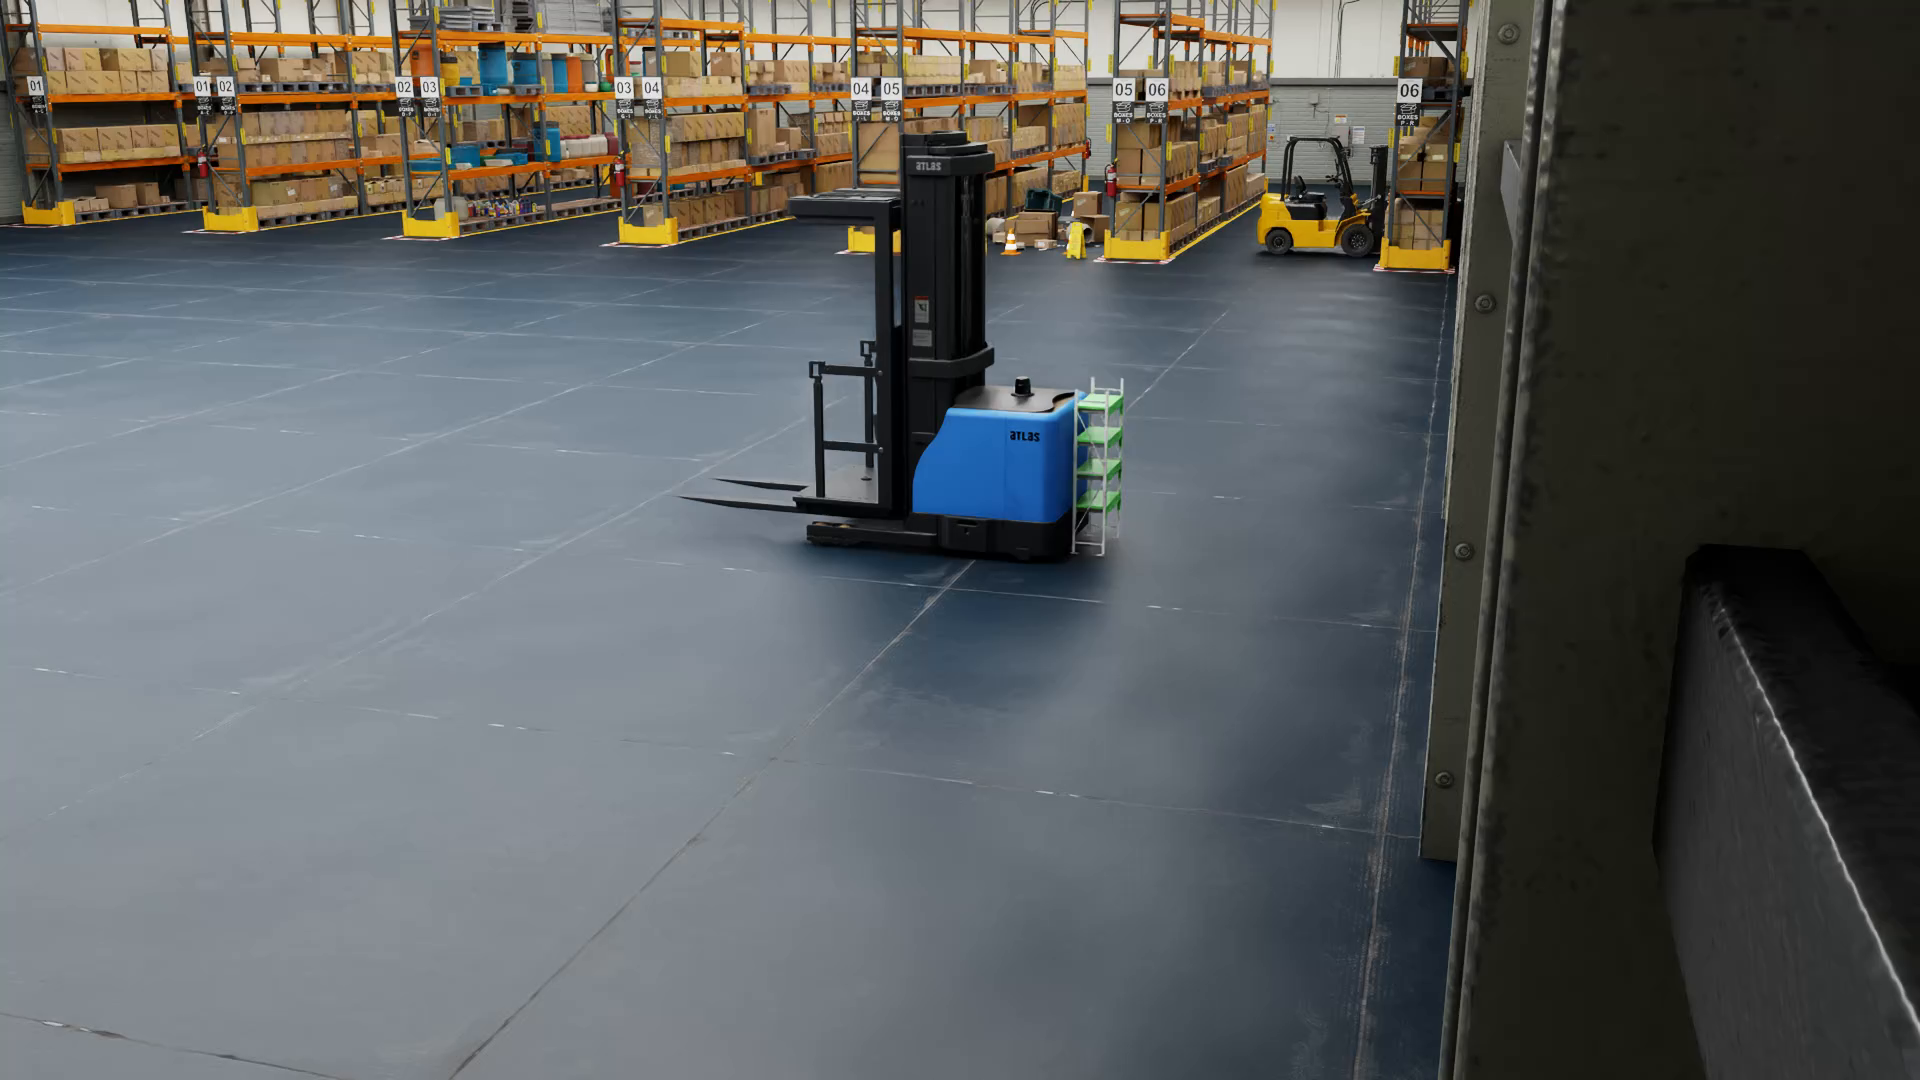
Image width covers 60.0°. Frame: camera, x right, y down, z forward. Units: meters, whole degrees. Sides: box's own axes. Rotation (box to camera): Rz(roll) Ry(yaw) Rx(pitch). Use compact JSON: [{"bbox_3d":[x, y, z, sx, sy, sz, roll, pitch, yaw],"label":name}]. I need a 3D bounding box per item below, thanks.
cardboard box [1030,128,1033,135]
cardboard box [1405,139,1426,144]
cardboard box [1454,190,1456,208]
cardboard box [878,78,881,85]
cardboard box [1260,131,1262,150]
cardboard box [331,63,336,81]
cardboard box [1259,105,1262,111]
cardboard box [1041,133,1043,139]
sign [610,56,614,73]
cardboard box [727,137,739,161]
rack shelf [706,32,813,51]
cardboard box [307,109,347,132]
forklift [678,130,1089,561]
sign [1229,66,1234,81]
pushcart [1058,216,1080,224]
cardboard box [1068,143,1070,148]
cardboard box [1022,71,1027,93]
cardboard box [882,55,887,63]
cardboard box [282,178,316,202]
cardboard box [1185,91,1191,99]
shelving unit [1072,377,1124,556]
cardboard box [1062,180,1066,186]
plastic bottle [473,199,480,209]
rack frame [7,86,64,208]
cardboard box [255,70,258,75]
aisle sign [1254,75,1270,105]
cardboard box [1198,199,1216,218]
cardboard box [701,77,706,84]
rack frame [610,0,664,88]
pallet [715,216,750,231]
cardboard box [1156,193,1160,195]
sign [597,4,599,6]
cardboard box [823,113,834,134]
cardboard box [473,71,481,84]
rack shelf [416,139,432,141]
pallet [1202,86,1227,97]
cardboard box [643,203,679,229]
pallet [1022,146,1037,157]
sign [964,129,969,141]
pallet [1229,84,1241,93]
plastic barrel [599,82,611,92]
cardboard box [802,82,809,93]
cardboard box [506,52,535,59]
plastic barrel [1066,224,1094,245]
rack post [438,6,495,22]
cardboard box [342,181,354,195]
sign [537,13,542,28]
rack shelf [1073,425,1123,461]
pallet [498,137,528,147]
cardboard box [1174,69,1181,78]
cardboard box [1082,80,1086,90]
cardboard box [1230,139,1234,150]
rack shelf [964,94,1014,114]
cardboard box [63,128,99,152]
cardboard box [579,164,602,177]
[{"bbox_3d":[1.573,-10.031,40.799,0.380,0.149,0.250,4,16,13],"label":"cardboard box"},{"bbox_3d":[8.414,-7.324,30.736,0.380,0.149,0.250,5,16,16],"label":"cardboard box"},{"bbox_3d":[10.966,-7.690,37.756,0.500,0.500,0.500,6,17,19],"label":"cardboard box"},{"bbox_3d":[-1.697,-8.737,31.646,0.380,0.149,0.250,5,17,16],"label":"cardboard box"},{"bbox_3d":[7.605,-10.450,43.492,0.500,0.500,0.500,5,17,17],"label":"cardboard box"},{"bbox_3d":[-17.554,-13.019,46.245,0.700,0.500,0.500,4,16,15],"label":"cardboard box"},{"bbox_3d":[7.720,-11.341,43.611,0.380,0.149,0.250,5,17,17],"label":"cardboard box"},{"bbox_3d":[1.874,-10.161,41.801,0.380,0.149,0.250,5,17,16],"label":"cardboard box"},{"bbox_3d":[-6.792,-9.314,32.550,0.100,0.325,0.005,5,16,16],"label":"sign"},{"bbox_3d":[-5.316,-8.521,36.147,0.875,0.500,0.500,5,16,16],"label":"cardboard box"},{"bbox_3d":[-4.561,-11.314,37.778,1.077,0.370,4.000,5,16,16],"label":"rack shelf"},{"bbox_3d":[-14.746,-9.768,38.709,0.700,0.500,0.500,5,17,16],"label":"cardboard box"},{"bbox_3d":[-0.609,-1.484,12.190,3.031,2.935,1.130,5,17,18],"label":"forklift"},{"bbox_3d":[6.029,-10.370,36.949,0.100,0.325,0.005,5,16,16],"label":"sign"},{"bbox_3d":[2.172,-6.577,34.825,1.648,0.377,0.936,-1,16,-3],"label":"pushcart"},{"bbox_3d":[2.736,-10.613,44.711,0.380,0.149,0.250,4,16,14],"label":"cardboard box"},{"bbox_3d":[1.287,-10.830,39.334,0.500,0.500,0.500,5,16,16],"label":"cardboard box"},{"bbox_3d":[-1.623,-9.188,31.775,0.380,0.149,0.250,5,17,17],"label":"cardboard box"},{"bbox_3d":[-14.968,-7.921,37.654,0.500,0.500,0.500,5,16,16],"label":"cardboard box"},{"bbox_3d":[4.269,-8.622,32.195,0.380,0.149,0.250,5,17,17],"label":"cardboard box"},{"bbox_3d":[0.997,-0.535,12.016,0.258,1.200,0.503,5,17,17],"label":"shelving unit"},{"bbox_3d":[2.614,-9.510,44.270,0.380,0.149,0.250,4,16,15],"label":"cardboard box"},{"bbox_3d":[-10.732,-7.376,36.886,0.144,0.351,0.185,5,17,18],"label":"plastic bottle"},{"bbox_3d":[-20.513,-8.549,36.972,1.000,3.000,0.127,5,16,16],"label":"rack frame"},{"bbox_3d":[-15.688,-10.128,36.290,0.500,0.250,0.500,5,16,16],"label":"cardboard box"},{"bbox_3d":[8.100,-12.059,44.585,0.394,0.787,0.004,5,16,16],"label":"aisle sign"},{"bbox_3d":[5.137,-7.318,36.679,0.950,0.372,0.625,4,16,15],"label":"cardboard box"},{"bbox_3d":[-5.475,-9.489,34.336,0.380,0.149,0.250,4,16,14],"label":"cardboard box"},{"bbox_3d":[-6.266,-10.283,32.091,1.000,3.000,0.127,5,16,16],"label":"rack frame"},{"bbox_3d":[-5.286,-6.923,36.351,1.003,0.211,1.213,5,16,16],"label":"pallet"},{"bbox_3d":[3.805,-6.640,33.138,0.500,0.500,0.500,5,17,18],"label":"cardboard box"},{"bbox_3d":[-10.689,-15.715,49.241,0.100,0.325,0.005,5,16,16],"label":"sign"},{"bbox_3d":[-3.581,-10.381,41.409,0.797,0.503,0.637,5,17,17],"label":"cardboard box"},{"bbox_3d":[-13.105,-12.136,43.939,0.910,0.500,0.500,5,16,16],"label":"cardboard box"},{"bbox_3d":[-16.534,-11.866,49.984,1.077,0.370,4.000,5,16,16],"label":"rack shelf"},{"bbox_3d":[4.942,-9.452,35.004,1.213,0.211,1.003,5,16,16],"label":"pallet"},{"bbox_3d":[-6.072,-6.558,33.765,0.500,0.500,0.500,8,18,26],"label":"cardboard box"},{"bbox_3d":[1.258,-9.507,40.703,1.003,0.211,1.213,5,16,16],"label":"pallet"},{"bbox_3d":[0.130,-8.444,34.871,0.100,0.325,0.005,5,16,16],"label":"sign"},{"bbox_3d":[5.956,-10.539,38.837,1.003,0.211,1.213,5,17,18],"label":"pallet"},{"bbox_3d":[-8.762,-11.173,41.013,0.294,0.245,0.294,0,16,0],"label":"plastic barrel"},{"bbox_3d":[-3.892,-10.717,39.394,0.500,0.250,0.500,5,16,16],"label":"cardboard box"},{"bbox_3d":[-12.251,-13.408,46.590,0.700,0.500,0.500,5,16,16],"label":"cardboard box"},{"bbox_3d":[2.371,-6.046,32.871,0.421,0.421,0.512,-10,19,-32],"label":"plastic barrel"},{"bbox_3d":[-10.494,-11.140,35.251,0.937,0.300,0.954,4,16,15],"label":"rack post"},{"bbox_3d":[-14.786,-8.489,40.004,0.500,0.311,0.500,5,16,16],"label":"cardboard box"},{"bbox_3d":[-9.353,-11.567,37.003,0.100,0.325,0.005,5,16,16],"label":"sign"},{"bbox_3d":[0.997,-0.704,11.968,0.258,0.148,0.480,5,17,17],"label":"rack shelf"},{"bbox_3d":[-12.684,-11.012,46.009,1.003,0.211,1.213,5,16,16],"label":"pallet"},{"bbox_3d":[3.862,-8.599,30.650,0.380,0.149,0.250,5,16,16],"label":"cardboard box"},{"bbox_3d":[3.132,-12.403,45.338,0.500,0.250,0.500,4,16,15],"label":"cardboard box"},{"bbox_3d":[6.038,-9.138,38.408,0.500,0.250,0.500,5,17,17],"label":"cardboard box"},{"bbox_3d":[0.166,-9.652,36.684,1.077,0.370,4.000,5,16,16],"label":"rack shelf"},{"bbox_3d":[-19.939,-9.077,37.699,0.500,0.500,0.500,5,16,16],"label":"cardboard box"},{"bbox_3d":[-11.134,-11.199,50.092,0.500,0.500,0.500,5,16,16],"label":"cardboard box"}]
